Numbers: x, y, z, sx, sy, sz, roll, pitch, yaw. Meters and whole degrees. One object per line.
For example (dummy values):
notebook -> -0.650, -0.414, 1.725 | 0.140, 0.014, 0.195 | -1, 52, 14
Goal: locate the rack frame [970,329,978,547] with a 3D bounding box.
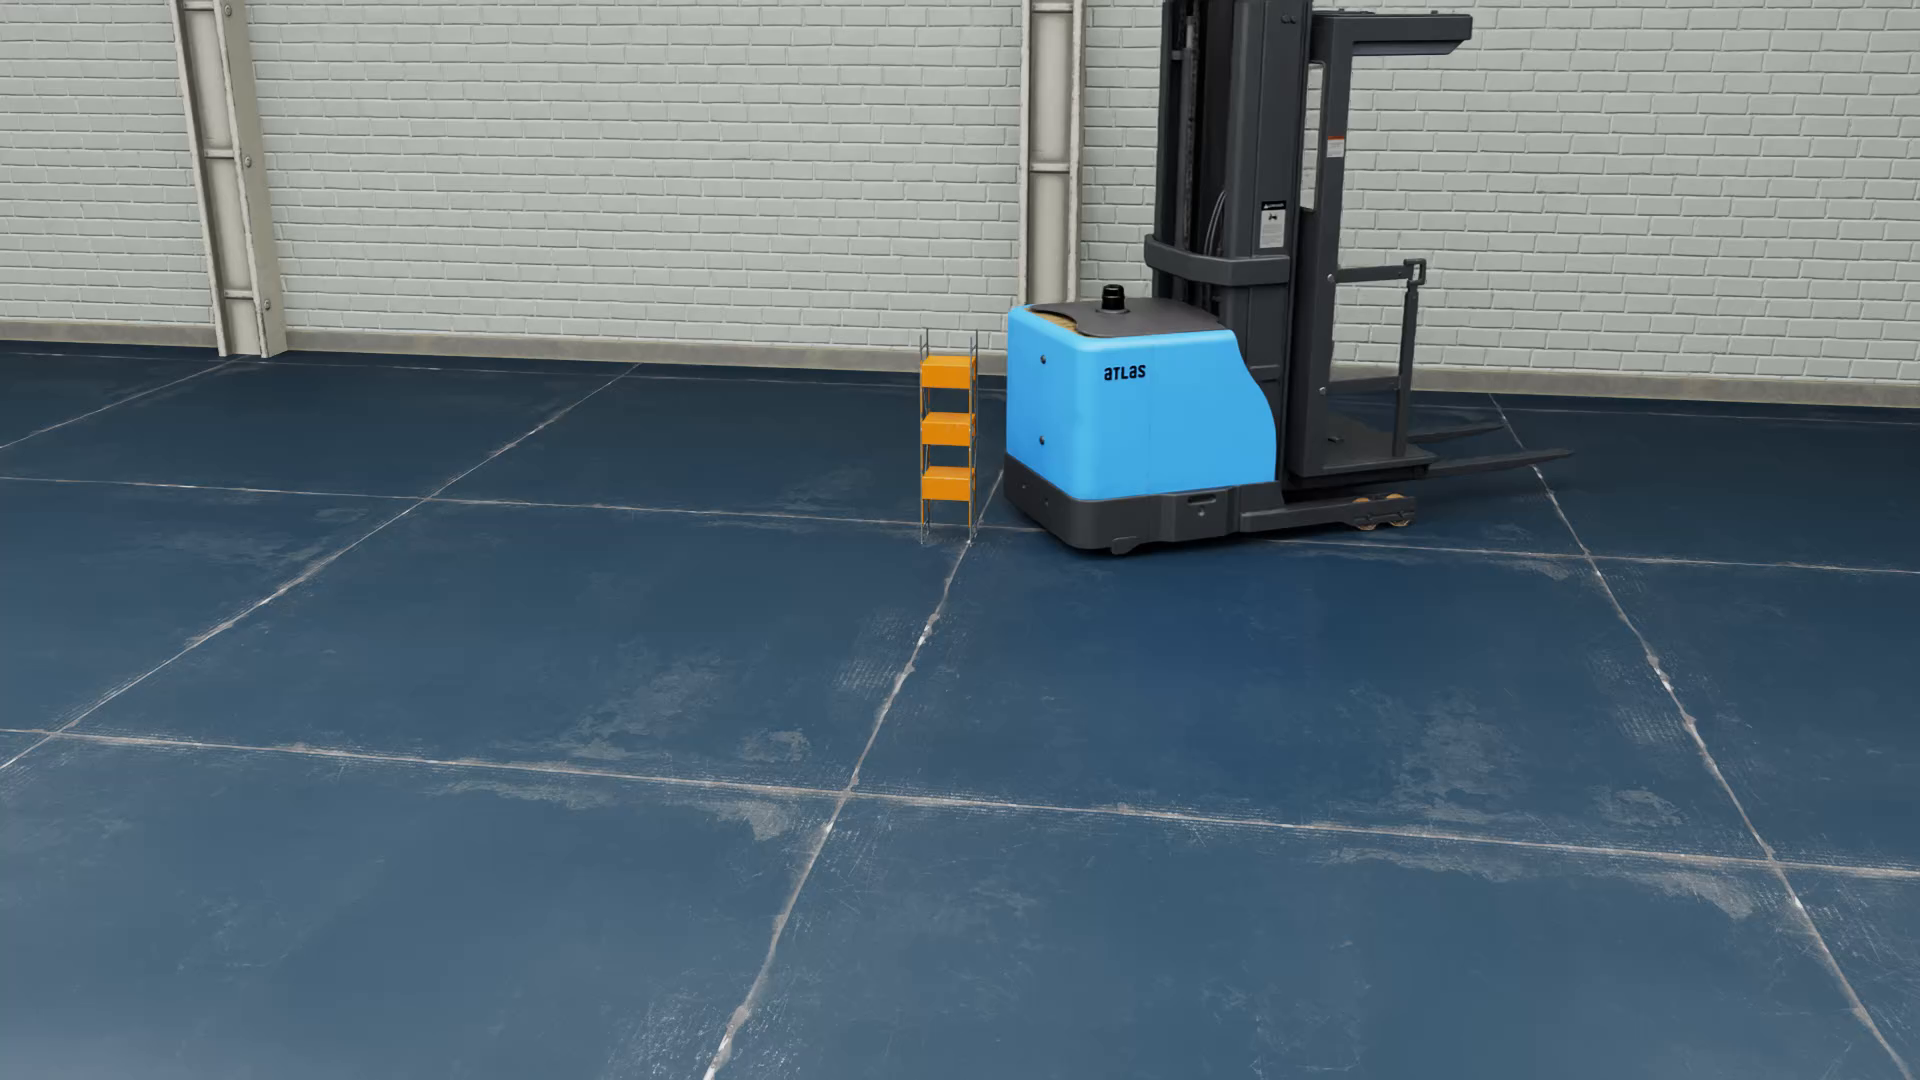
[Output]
rack frame -> 0.068, -0.494, 8.126 | 0.008, 1.050, 0.200 | 3, 19, 9

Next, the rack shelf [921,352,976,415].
rack shelf -> -0.053, -0.760, 8.058 | 0.240, 0.259, 0.215 | 3, 19, 9

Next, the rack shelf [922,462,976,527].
rack shelf -> -0.053, -0.227, 8.236 | 0.240, 0.259, 0.215 | 3, 19, 9

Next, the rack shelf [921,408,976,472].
rack shelf -> -0.053, -0.491, 8.148 | 0.240, 0.259, 0.215 | 3, 19, 9

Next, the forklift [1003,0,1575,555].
forklift -> 1.802, -1.587, 8.427 | 3.031, 2.935, 1.130 | -7, 20, -19

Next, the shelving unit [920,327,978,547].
shelving unit -> -0.053, -0.501, 8.145 | 0.252, 1.050, 0.215 | 3, 19, 9

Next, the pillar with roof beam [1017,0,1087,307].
pillar with roof beam -> -0.071, -4.029, 6.164 | 0.400, 9.000, 9.100 | 3, 19, 9

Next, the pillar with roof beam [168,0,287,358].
pillar with roof beam -> -5.996, -4.331, 7.066 | 0.400, 9.000, 9.100 | 3, 19, 9

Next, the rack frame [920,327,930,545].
rack frame -> -0.173, -0.507, 8.163 | 0.008, 1.050, 0.200 | 3, 19, 9
